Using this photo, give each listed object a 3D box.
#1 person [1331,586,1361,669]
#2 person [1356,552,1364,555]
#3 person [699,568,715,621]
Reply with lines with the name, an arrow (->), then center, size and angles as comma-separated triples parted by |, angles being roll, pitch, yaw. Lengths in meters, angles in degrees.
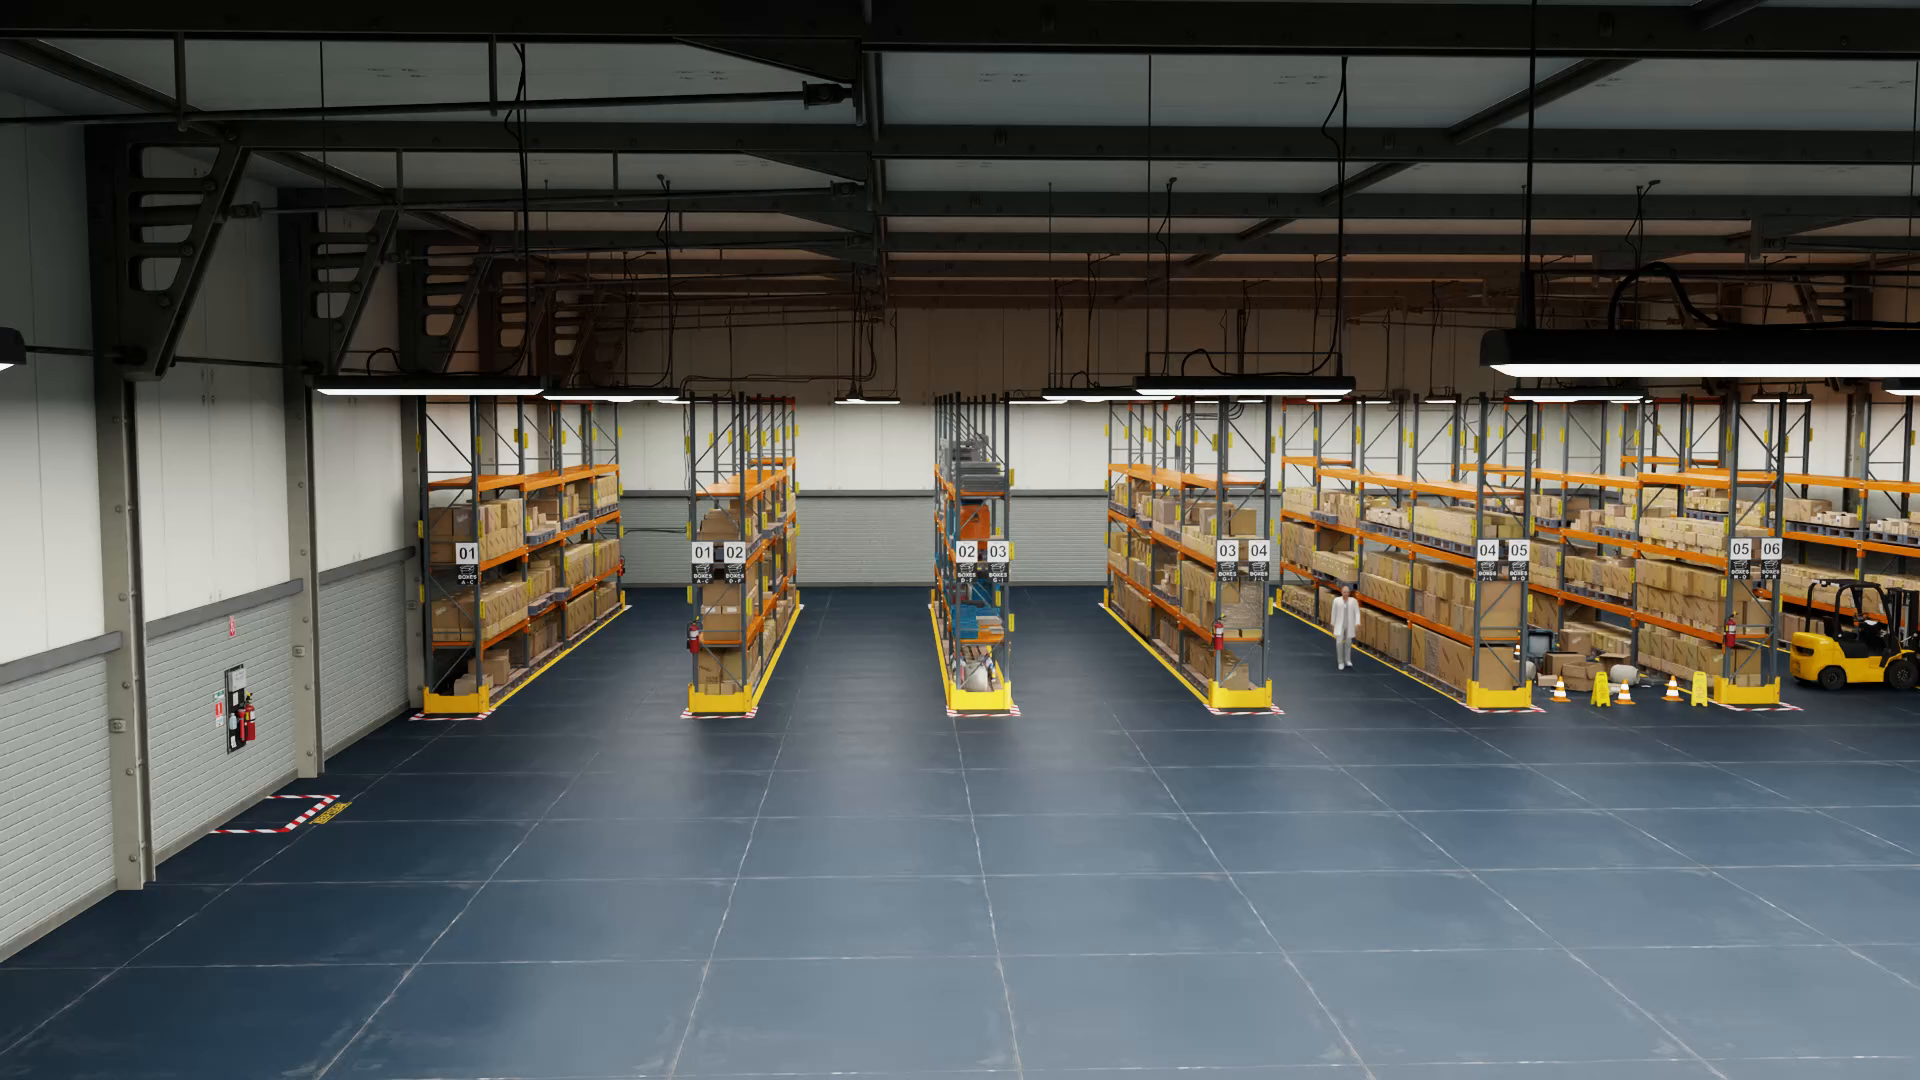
person -> 8.476, 1.934, 36.546 | 0.631, 1.845, 0.594 | 1, 5, 9
person -> 11.651, 0.939, 48.839 | 1.092, 1.738, 0.499 | 1, 5, 10
person -> -6.609, 1.340, 44.215 | 0.604, 1.694, 0.677 | 0, 5, 2
